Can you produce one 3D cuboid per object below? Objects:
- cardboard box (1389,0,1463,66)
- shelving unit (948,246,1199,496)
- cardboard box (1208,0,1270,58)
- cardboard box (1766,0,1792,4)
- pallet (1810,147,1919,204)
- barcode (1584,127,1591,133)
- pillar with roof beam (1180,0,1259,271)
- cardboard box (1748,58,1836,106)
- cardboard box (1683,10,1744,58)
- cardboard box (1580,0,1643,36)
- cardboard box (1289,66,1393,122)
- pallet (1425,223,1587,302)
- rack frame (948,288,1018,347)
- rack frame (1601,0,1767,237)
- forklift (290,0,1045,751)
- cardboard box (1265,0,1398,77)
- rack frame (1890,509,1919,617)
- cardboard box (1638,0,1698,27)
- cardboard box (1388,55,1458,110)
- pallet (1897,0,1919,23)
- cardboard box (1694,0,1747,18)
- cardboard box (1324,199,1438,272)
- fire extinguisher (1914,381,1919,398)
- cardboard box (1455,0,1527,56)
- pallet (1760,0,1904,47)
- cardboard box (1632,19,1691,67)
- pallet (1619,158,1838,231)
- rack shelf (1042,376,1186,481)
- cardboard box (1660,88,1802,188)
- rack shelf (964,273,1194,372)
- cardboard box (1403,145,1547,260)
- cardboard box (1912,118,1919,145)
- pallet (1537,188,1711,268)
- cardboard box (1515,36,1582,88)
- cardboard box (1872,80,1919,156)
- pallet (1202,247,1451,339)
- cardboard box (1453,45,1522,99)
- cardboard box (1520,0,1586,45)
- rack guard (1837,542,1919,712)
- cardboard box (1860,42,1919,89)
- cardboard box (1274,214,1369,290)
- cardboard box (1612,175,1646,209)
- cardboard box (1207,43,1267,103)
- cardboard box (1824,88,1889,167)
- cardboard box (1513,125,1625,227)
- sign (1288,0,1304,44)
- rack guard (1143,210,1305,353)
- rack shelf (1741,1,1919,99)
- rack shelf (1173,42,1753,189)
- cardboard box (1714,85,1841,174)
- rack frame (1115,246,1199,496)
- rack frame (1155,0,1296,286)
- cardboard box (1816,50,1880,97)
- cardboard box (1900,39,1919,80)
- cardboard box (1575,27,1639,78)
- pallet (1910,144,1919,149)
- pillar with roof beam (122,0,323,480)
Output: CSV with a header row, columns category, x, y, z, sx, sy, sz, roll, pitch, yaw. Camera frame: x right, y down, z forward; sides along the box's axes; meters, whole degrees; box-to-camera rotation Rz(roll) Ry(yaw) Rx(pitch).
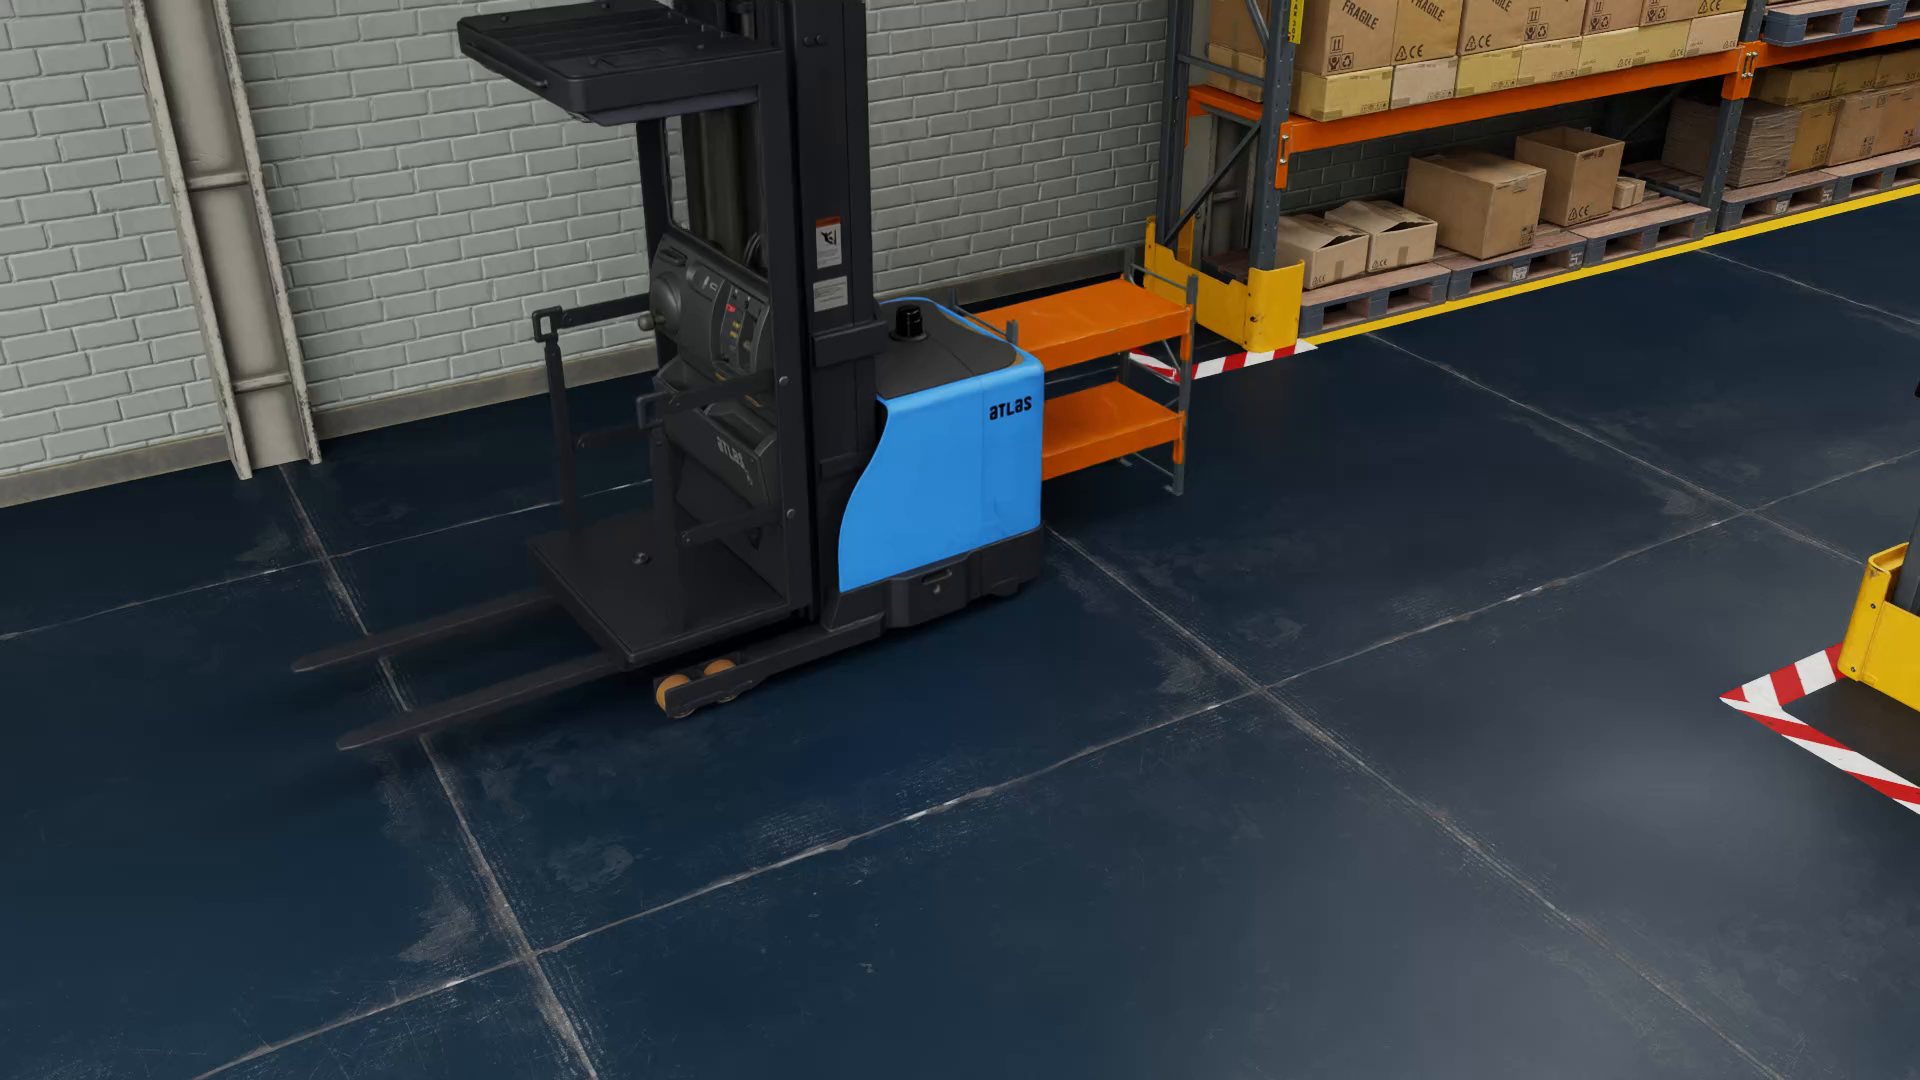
category,x,y,z,sx,sy,sz,roll,pitch,yaw
cardboard box,2.509,-3.042,9.516,0.500,0.500,0.500,-16,33,-26
shelving unit,0.519,-0.674,7.807,1.048,1.125,0.538,-18,34,-29
cardboard box,1.813,-3.138,9.689,0.500,0.500,0.500,-16,33,-27
cardboard box,5.419,-3.988,11.313,0.500,0.500,0.700,-16,33,-26
pallet,6.686,-2.912,12.809,1.213,0.211,1.003,-16,33,-26
barcode,4.376,-2.847,11.606,0.075,0.075,0.001,-16,33,-26
pillar with roof beam,3.860,-4.027,5.734,0.400,9.000,9.100,-16,33,-26
cardboard box,5.967,-3.364,12.097,0.500,0.250,0.500,-17,33,-27
cardboard box,4.708,-3.342,10.836,0.500,0.250,0.500,-16,33,-26
cardboard box,3.845,-3.425,10.210,0.500,0.500,0.500,-17,33,-28
cardboard box,2.096,-2.592,9.478,0.500,0.250,0.500,-17,33,-28
pallet,3.349,-1.941,11.048,1.213,0.211,1.003,-16,33,-26
rack frame,0.097,-0.537,7.559,0.032,1.125,0.500,-18,34,-29
rack frame,4.963,-3.641,11.244,0.127,3.000,1.000,-16,33,-26
forklift,-1.142,-0.880,6.311,3.031,2.935,1.130,-18,34,-29
cardboard box,2.078,-2.925,9.305,0.500,0.500,0.500,-16,33,-26
rack frame,4.027,-0.599,5.732,0.127,3.000,1.000,-16,33,-26
cardboard box,4.285,-3.544,10.425,0.500,0.500,0.500,-16,33,-27
cardboard box,2.536,-2.725,9.719,0.500,0.250,0.500,-17,33,-28
pallet,6.726,-4.035,12.155,1.213,0.211,1.003,-16,33,-26
cardboard box,4.712,-3.668,10.651,0.500,0.500,0.500,-16,33,-26
cardboard box,2.648,-1.949,10.505,0.500,0.311,0.500,-13,31,-22
fire extinguisher,3.690,-0.730,6.049,0.183,0.674,0.296,-16,33,-26
cardboard box,2.958,-3.166,9.741,0.500,0.500,0.500,-17,33,-28
pallet,5.696,-3.684,11.519,1.213,0.211,1.003,-16,33,-26
cardboard box,4.274,-3.224,10.621,0.500,0.250,0.500,-16,33,-26
pallet,5.633,-2.612,12.264,1.213,0.211,1.003,-16,33,-26
rack shelf,0.519,-0.460,7.925,1.000,0.278,0.538,-18,34,-29
cardboard box,5.589,-2.927,12.080,0.500,0.500,0.700,-15,32,-25
rack shelf,0.519,-0.930,7.666,1.000,0.278,0.538,-18,34,-29
cardboard box,3.306,-2.191,10.747,0.500,0.500,0.700,-18,34,-29
cardboard box,7.314,-3.443,13.016,0.500,0.500,0.700,-16,33,-26
pallet,4.402,-2.241,11.593,1.213,0.211,1.003,-16,33,-26
cardboard box,3.415,-2.971,10.163,0.500,0.250,0.500,-16,32,-26
cardboard box,6.900,-3.310,12.774,0.500,0.500,0.700,-16,33,-27
pallet,2.298,-1.644,10.511,1.213,0.211,1.003,-16,33,-26
cardboard box,2.978,-2.848,9.940,0.500,0.250,0.500,-16,33,-27
cardboard box,3.397,-3.297,9.979,0.500,0.500,0.500,-15,32,-25
rack guard,4.006,0.501,6.325,0.348,0.500,1.175,-16,33,-26
cardboard box,6.853,-3.608,12.538,0.500,0.250,0.500,-16,33,-27
cardboard box,2.156,-1.809,10.252,0.500,0.311,0.500,-20,35,-32
cardboard box,4.517,-2.450,11.562,0.250,0.166,0.380,-21,35,-33
cardboard box,1.819,-2.800,9.855,0.500,0.250,0.500,-15,32,-26
cardboard box,6.470,-3.182,12.543,0.500,0.500,0.700,-15,32,-26
cardboard box,4.088,-2.469,11.251,0.500,0.500,0.500,-19,34,-30
sign,1.789,-2.815,8.851,0.005,0.325,0.100,-16,33,-26
rack guard,1.580,-1.586,10.107,0.348,0.500,1.175,-16,33,-26
rack shelf,6.687,-3.816,12.305,4.000,0.370,1.077,-16,33,-26
rack shelf,3.239,-2.837,10.530,4.000,0.370,1.077,-16,33,-26
cardboard box,6.009,-3.074,12.347,0.500,0.500,0.700,-17,33,-27
rack frame,0.941,-0.811,8.055,0.032,1.125,0.500,-18,34,-29
rack frame,1.514,-2.662,9.469,0.127,3.000,1.000,-16,33,-26
cardboard box,6.414,-3.493,12.331,0.500,0.250,0.500,-17,33,-28
cardboard box,7.294,-3.736,12.770,0.500,0.250,0.500,-15,32,-25
cardboard box,3.848,-3.094,10.387,0.500,0.250,0.500,-16,33,-27
pallet,7.737,-3.209,13.346,1.213,0.211,1.003,-16,33,-26
pillar with roof beam,-1.313,-2.558,3.072,0.400,9.000,9.100,-16,33,-26
